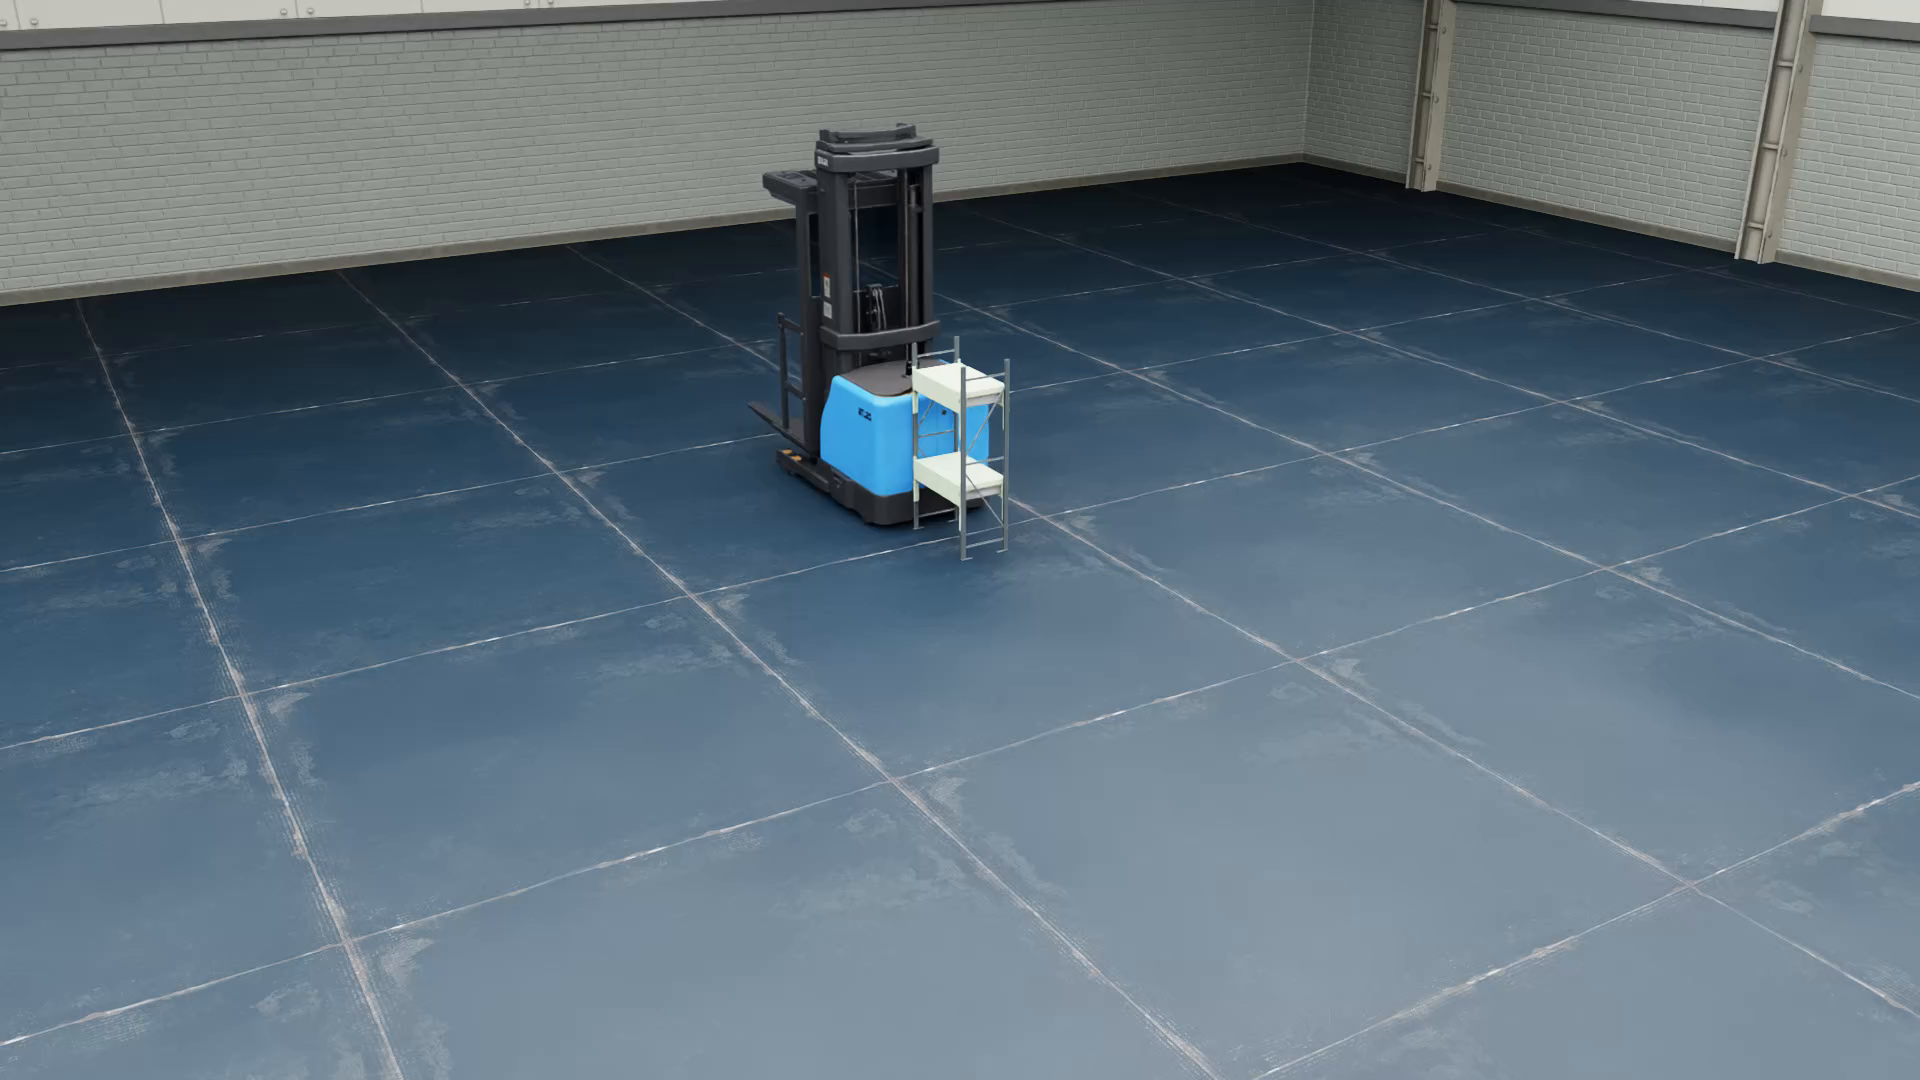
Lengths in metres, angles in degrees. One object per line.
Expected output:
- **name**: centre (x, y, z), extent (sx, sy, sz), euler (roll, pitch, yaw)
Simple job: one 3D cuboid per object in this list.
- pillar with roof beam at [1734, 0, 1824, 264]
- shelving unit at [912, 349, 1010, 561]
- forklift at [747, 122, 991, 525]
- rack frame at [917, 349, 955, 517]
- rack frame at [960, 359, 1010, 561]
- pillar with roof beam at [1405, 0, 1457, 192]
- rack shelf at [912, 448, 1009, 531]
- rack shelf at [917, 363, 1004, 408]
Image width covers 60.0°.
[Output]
- **pillar with roof beam**: centre (6.757, -7.029, 18.153), extent (9.100, 9.000, 0.400), euler (-13, 25, -28)
- **shelving unit**: centre (0.001, -0.694, 12.528), extent (0.431, 1.500, 0.748), euler (-12, 25, -28)
- **forklift**: centre (-0.924, -1.985, 13.803), extent (1.130, 2.935, 3.031), euler (-12, 25, -27)
- **rack frame**: centre (-0.185, -0.814, 12.823), extent (0.380, 1.308, 0.010), euler (-12, 25, -28)
- **rack frame**: centre (0.182, -0.576, 12.237), extent (0.400, 1.500, 0.023), euler (-12, 25, -28)
- **pillar with roof beam**: centre (3.692, -8.971, 22.932), extent (9.100, 9.000, 0.400), euler (-13, 25, -28)
- **rack shelf**: centre (-0.001, -0.393, 12.653), extent (0.431, 0.370, 0.720), euler (-12, 25, -28)
- **rack shelf**: centre (-0.001, -1.147, 12.347), extent (0.368, 0.124, 0.686), euler (-12, 25, -28)
